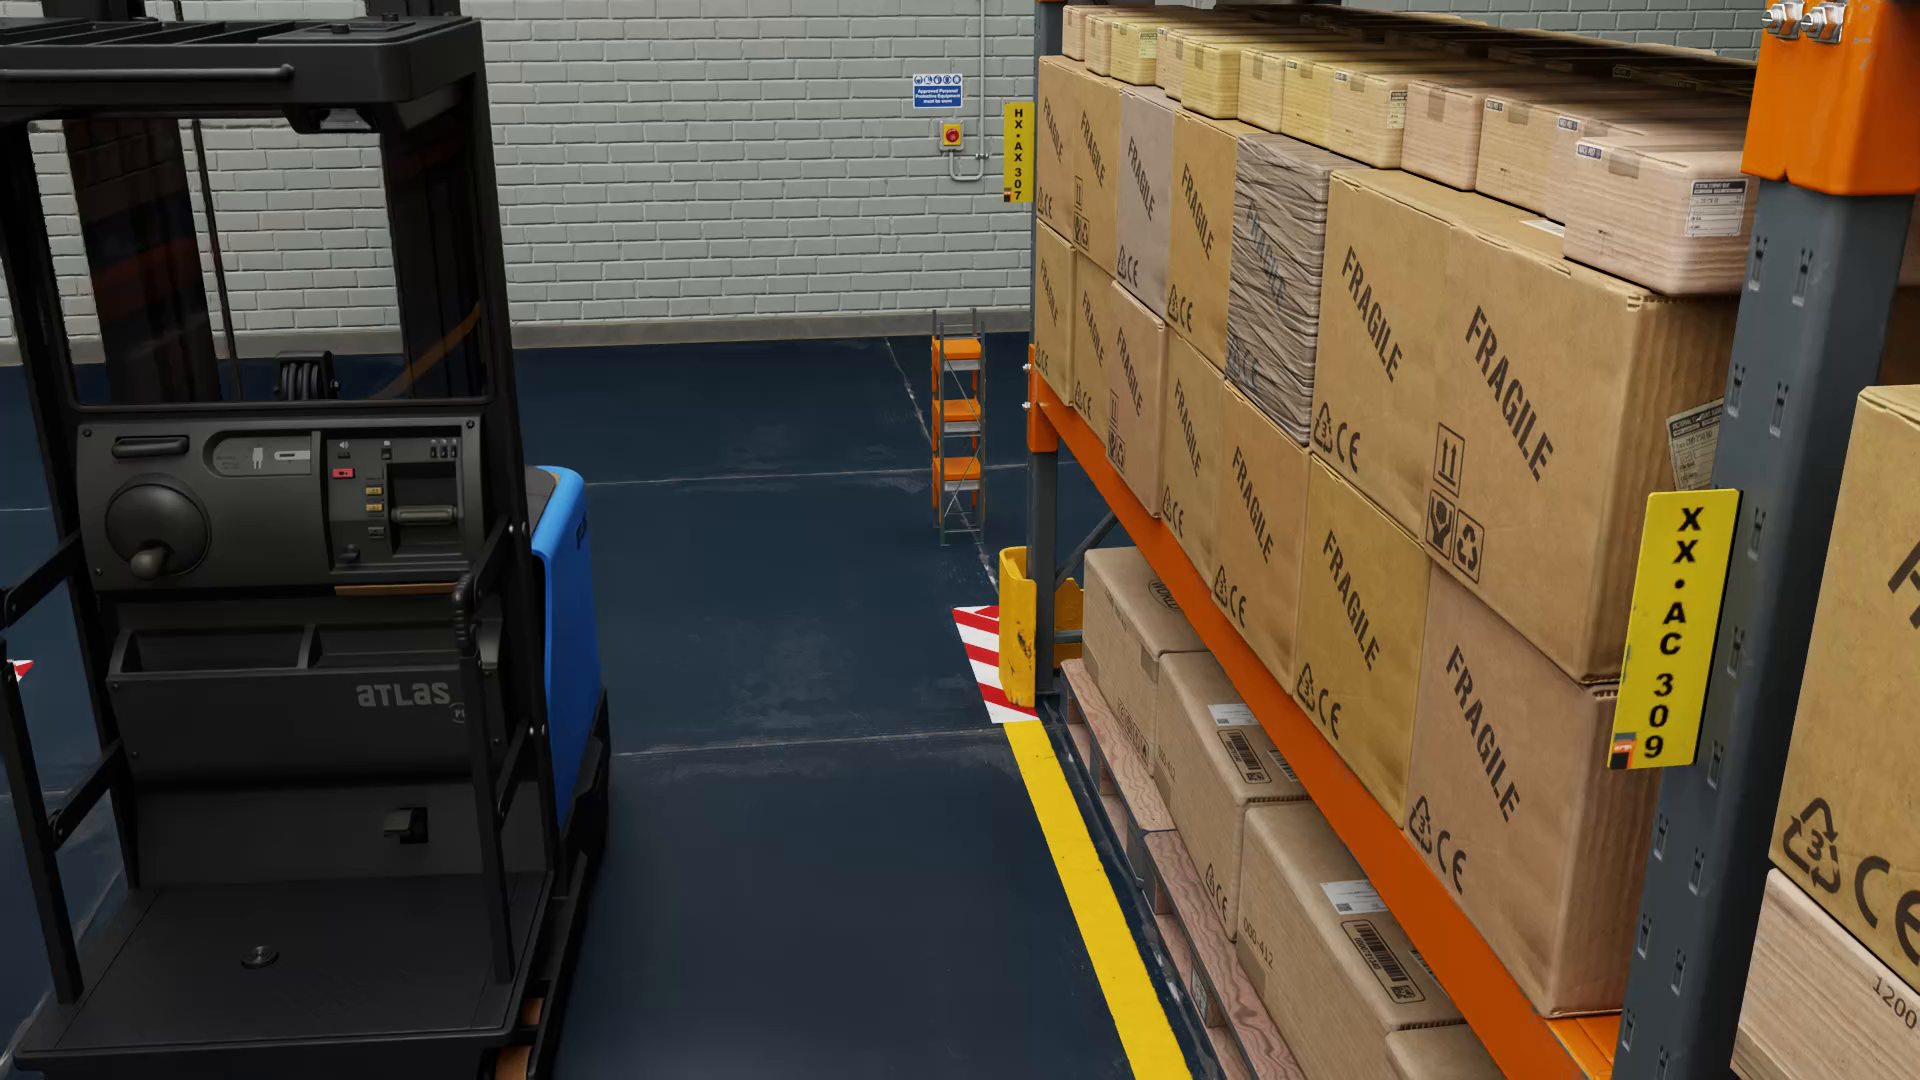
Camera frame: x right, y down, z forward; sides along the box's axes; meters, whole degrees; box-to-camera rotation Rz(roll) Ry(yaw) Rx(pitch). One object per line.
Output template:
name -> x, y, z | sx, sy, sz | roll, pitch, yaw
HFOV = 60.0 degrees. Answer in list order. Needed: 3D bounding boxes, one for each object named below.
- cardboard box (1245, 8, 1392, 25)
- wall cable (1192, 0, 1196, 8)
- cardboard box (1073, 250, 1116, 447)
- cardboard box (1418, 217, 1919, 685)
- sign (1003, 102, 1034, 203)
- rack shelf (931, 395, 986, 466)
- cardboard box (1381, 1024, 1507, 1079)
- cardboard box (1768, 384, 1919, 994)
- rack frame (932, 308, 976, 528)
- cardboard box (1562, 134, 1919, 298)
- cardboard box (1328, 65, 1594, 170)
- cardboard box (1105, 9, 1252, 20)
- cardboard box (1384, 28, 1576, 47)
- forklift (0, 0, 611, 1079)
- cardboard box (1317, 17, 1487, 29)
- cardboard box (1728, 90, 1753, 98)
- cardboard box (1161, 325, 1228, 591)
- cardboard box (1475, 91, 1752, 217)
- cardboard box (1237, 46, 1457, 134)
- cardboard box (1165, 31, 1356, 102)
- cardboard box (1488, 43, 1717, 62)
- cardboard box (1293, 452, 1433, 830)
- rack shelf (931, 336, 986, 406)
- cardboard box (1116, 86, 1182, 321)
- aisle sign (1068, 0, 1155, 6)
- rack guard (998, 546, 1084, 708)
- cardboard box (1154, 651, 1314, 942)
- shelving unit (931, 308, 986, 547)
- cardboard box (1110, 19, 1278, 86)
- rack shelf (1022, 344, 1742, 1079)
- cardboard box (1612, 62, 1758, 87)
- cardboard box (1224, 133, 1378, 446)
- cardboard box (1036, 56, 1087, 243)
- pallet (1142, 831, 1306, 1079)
cardboard box -> 1.056, -1.488, 4.913 | 0.380, 0.149, 0.250 | -3, 21, -7
wall cable -> 1.311, -3.372, 11.005 | 0.588, 1.984, 0.122 | -3, 21, -8
cardboard box -> 0.631, -0.562, 4.791 | 0.500, 0.500, 0.500 | -3, 21, -9
cardboard box -> 0.981, -0.149, 2.257 | 0.500, 0.500, 0.500 | -3, 21, -8
sign -> 0.195, -1.286, 5.522 | 0.100, 0.325, 0.005 | -3, 21, -8
rack shelf -> -0.008, -0.500, 7.586 | 0.215, 0.259, 0.240 | -3, 21, -8
cardboard box -> 1.338, 1.296, 3.020 | 0.875, 0.438, 0.875 | -3, 21, -9
cardboard box -> 1.101, 0.167, 1.410 | 0.500, 0.500, 0.500 | -3, 21, -7
rack frame -> -0.025, -0.553, 7.695 | 0.200, 1.050, 0.008 | -3, 21, -8
cardboard box -> 0.963, -0.394, 1.985 | 0.380, 0.149, 0.250 | -3, 21, -9
cardboard box -> 0.880, -0.749, 2.936 | 0.380, 0.149, 0.250 | -3, 21, -8
cardboard box -> 0.631, -1.465, 4.851 | 0.380, 0.149, 0.250 | -2, 21, -6
cardboard box -> 1.233, -1.135, 3.970 | 0.380, 0.149, 0.250 | -2, 21, -6
forklift -> -1.586, -0.082, 3.747 | 1.130, 2.935, 3.031 | -2, 21, -4
cardboard box -> 1.172, -1.313, 4.446 | 0.380, 0.149, 0.250 | -2, 21, -7
cardboard box -> 1.402, -0.600, 2.537 | 0.380, 0.149, 0.250 | -3, 21, -8
cardboard box -> 0.775, -0.212, 3.855 | 0.500, 0.500, 0.500 | -2, 21, -6
cardboard box -> 1.006, -0.578, 2.477 | 0.380, 0.149, 0.250 | -3, 21, -8
cardboard box -> 0.791, -0.924, 3.405 | 0.380, 0.149, 0.250 | -3, 21, -8
cardboard box -> 0.695, -1.102, 3.880 | 0.380, 0.149, 0.250 | -3, 21, -7
cardboard box -> 1.332, -0.954, 3.485 | 0.380, 0.149, 0.250 | -3, 21, -8
cardboard box -> 0.922, 0.143, 2.903 | 0.500, 0.500, 0.500 | -3, 21, -9
rack shelf -> -0.008, -0.766, 7.486 | 0.215, 0.259, 0.240 | -3, 21, -8
cardboard box -> 0.696, -0.848, 4.127 | 0.500, 0.500, 0.500 | -3, 21, -8
aisle sign -> 0.448, -2.098, 5.330 | 0.394, 0.787, 0.004 | -3, 21, -8
rack guard -> 0.742, 0.293, 6.217 | 1.175, 0.500, 0.348 | -3, 21, -8
cardboard box -> 1.080, 0.674, 4.686 | 0.875, 0.438, 0.875 | -2, 21, -6
shelving unit -> -0.008, -0.510, 7.582 | 0.215, 1.050, 0.252 | -3, 21, -8
cardboard box -> 0.611, -1.279, 4.353 | 0.380, 0.149, 0.250 | -4, 21, -10
rack shelf -> 1.034, 0.160, 4.029 | 1.077, 0.370, 4.000 | -3, 21, -8
cardboard box -> 1.417, -0.783, 3.026 | 0.380, 0.149, 0.250 | -4, 21, -9
cardboard box -> 0.833, -0.501, 3.199 | 0.500, 0.500, 0.500 | -3, 21, -7
cardboard box -> 0.533, -1.204, 5.081 | 0.500, 0.500, 0.500 | -3, 21, -9
pallet -> 1.111, 1.131, 4.386 | 1.003, 0.211, 1.213 | -3, 21, -8
